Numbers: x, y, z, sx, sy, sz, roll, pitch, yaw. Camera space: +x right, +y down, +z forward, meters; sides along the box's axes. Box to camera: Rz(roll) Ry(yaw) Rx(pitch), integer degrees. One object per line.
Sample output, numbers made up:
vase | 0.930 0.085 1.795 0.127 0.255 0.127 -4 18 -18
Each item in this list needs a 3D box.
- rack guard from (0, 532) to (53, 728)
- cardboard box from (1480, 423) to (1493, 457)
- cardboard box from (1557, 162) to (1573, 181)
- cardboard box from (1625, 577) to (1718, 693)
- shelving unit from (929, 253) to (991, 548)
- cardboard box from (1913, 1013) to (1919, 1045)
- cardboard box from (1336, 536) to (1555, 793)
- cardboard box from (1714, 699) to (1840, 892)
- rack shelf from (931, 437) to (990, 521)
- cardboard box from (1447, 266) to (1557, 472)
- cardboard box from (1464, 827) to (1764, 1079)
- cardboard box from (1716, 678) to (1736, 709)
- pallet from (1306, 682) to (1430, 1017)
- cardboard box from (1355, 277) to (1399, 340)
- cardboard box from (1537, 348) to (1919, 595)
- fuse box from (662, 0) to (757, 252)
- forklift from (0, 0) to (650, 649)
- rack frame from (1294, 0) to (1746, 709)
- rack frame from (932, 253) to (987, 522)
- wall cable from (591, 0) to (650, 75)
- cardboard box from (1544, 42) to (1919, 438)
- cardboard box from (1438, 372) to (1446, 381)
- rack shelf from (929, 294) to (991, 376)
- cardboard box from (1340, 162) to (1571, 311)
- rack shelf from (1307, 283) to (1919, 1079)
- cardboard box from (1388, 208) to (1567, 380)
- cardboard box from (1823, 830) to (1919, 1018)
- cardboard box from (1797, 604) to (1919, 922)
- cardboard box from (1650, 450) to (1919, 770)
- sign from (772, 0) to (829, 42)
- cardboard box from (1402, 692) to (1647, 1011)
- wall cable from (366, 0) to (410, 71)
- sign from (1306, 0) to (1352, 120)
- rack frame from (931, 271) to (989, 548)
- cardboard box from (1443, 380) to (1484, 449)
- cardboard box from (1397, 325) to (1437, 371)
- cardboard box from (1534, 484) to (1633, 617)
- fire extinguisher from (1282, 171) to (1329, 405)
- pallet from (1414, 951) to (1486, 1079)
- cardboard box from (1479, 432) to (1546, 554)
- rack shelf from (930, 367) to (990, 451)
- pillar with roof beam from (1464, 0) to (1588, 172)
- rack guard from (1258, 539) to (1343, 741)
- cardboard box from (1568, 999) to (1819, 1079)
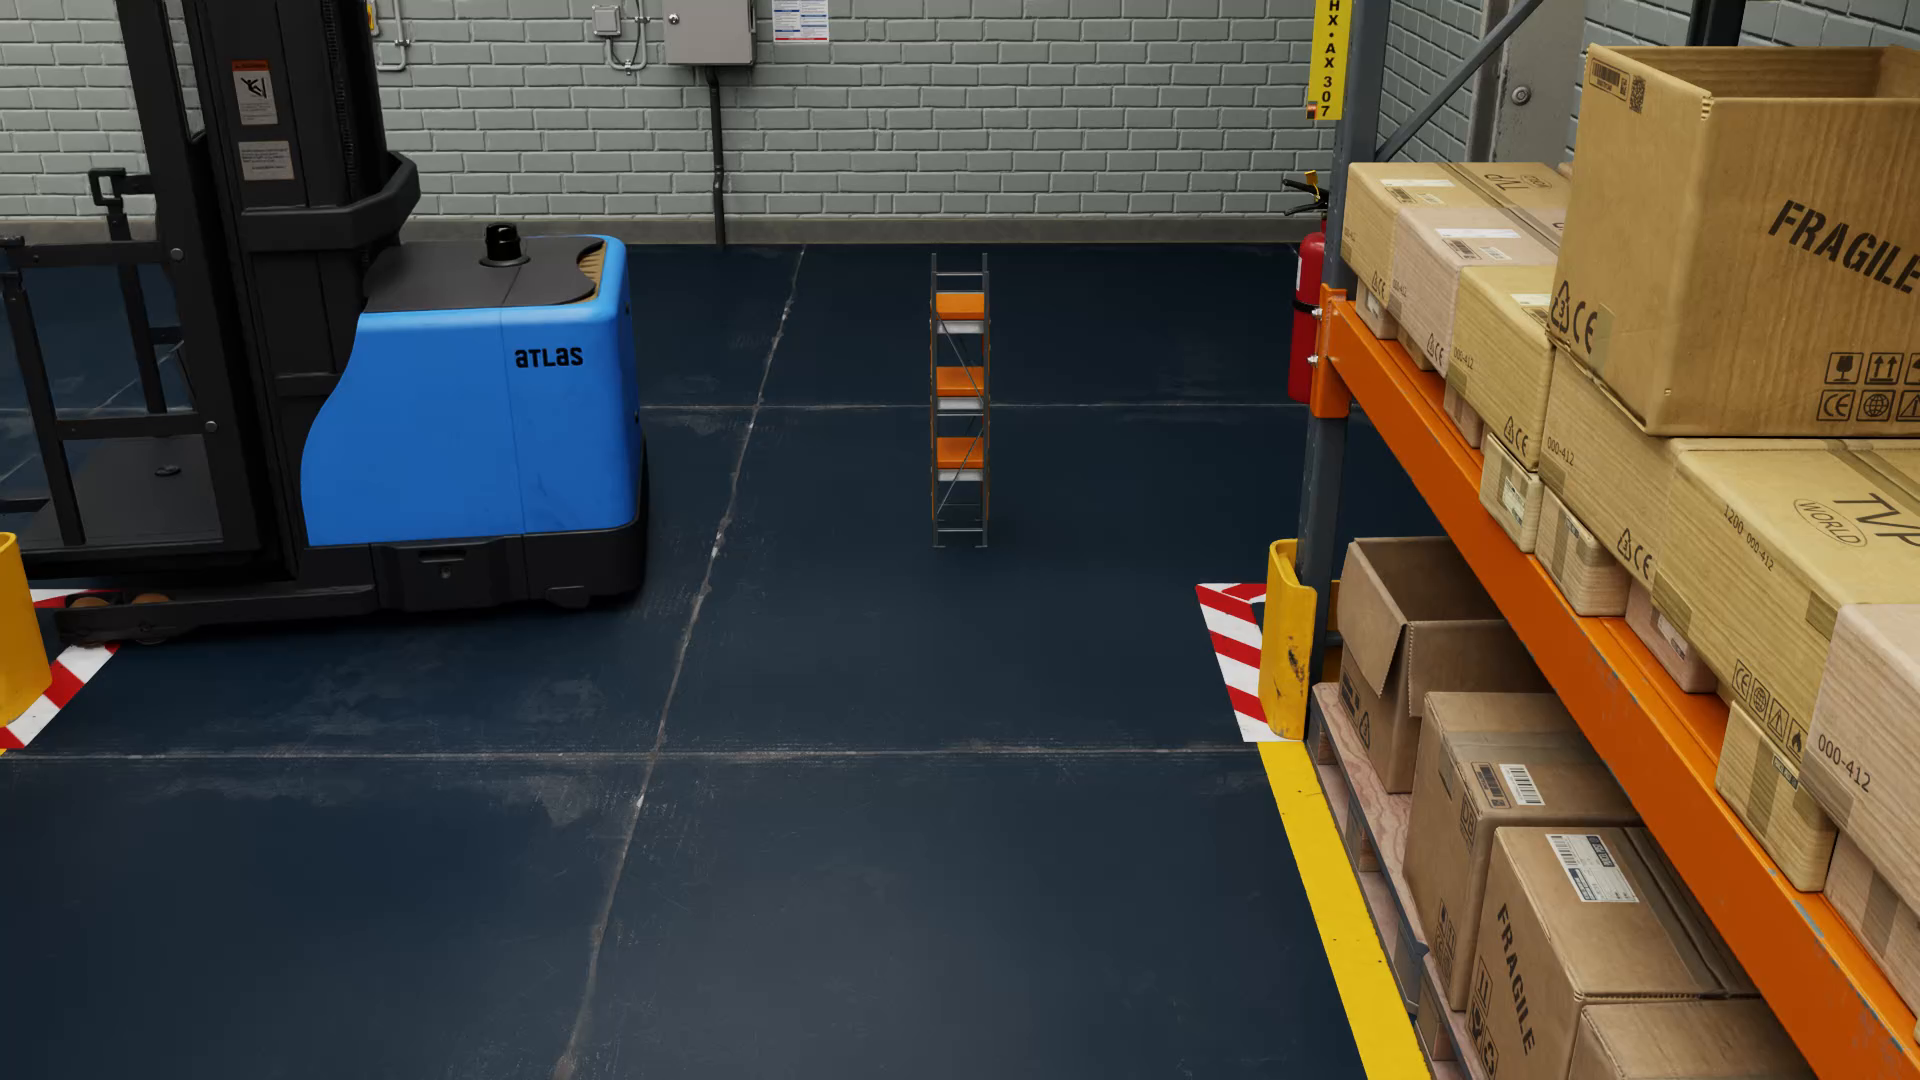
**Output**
rack guard | -3.448 0.276 5.033 1.175 0.500 0.348 0 24 -1
cardboard box | 1.281 -0.199 3.355 0.380 0.149 0.250 0 24 0
cardboard box | 1.786 -0.756 4.102 0.500 0.250 0.500 0 24 1
cardboard box | 1.304 0.120 2.650 0.380 0.149 0.250 0 24 -1
shelving unit | -0.001 -0.500 6.082 0.215 1.050 0.252 0 24 -1
cardboard box | 1.251 0.541 1.718 0.380 0.149 0.250 0 24 1
cardboard box | 1.427 0.322 4.418 0.797 0.503 0.637 -1 24 -3
cardboard box | 1.245 0.328 2.189 0.380 0.149 0.250 -1 24 -1
rack shelf | -0.001 -0.238 6.201 0.215 0.259 0.240 0 24 -1
cardboard box | 1.265 -0.339 3.181 0.500 0.250 0.500 -1 24 -2
cardboard box | 1.303 0.894 3.157 0.500 0.500 0.500 0 24 0
cardboard box | 1.354 0.221 2.426 0.380 0.149 0.250 0 24 0
pallet | 1.526 0.754 4.328 1.003 0.211 1.213 0 24 -1
cardboard box | 1.244 -0.626 4.298 0.380 0.149 0.250 0 24 -1
cardboard box | 1.292 -0.129 2.715 0.500 0.250 0.500 -1 24 -2
fuse box | -1.431 -2.539 9.787 0.539 1.711 0.414 0 24 -1
forklift | -2.655 -1.212 5.373 3.031 2.935 1.130 -4 25 -8
rack frame | 1.515 -0.877 4.549 1.000 3.000 0.127 0 24 -1
rack frame | -0.002 -0.551 6.194 0.200 1.050 0.008 0 24 -1
wall cable | -2.115 -3.650 9.448 0.588 1.984 0.122 0 24 -1
cardboard box | 1.267 -0.479 2.581 0.500 0.500 0.500 0 24 1
cardboard box | 1.331 -0.413 3.828 0.380 0.149 0.250 -1 24 -1
rack shelf | -0.001 -0.749 5.970 0.215 0.259 0.240 0 24 -1
cardboard box | 1.251 -0.756 4.102 0.500 0.250 0.500 0 24 0
rack shelf | 1.537 0.275 2.875 1.077 0.370 4.000 0 24 -1
cardboard box | 1.256 -0.548 3.643 0.500 0.250 0.500 0 24 0
cardboard box | 1.276 0.433 1.957 0.380 0.149 0.250 0 24 1
cardboard box | 1.289 0.289 1.792 0.500 0.250 0.500 0 24 0
cardboard box | 1.297 0.084 2.246 0.500 0.250 0.500 0 24 -1
sign | -0.939 -3.170 9.734 0.329 0.494 0.001 0 24 -1
cardboard box | 1.398 0.676 3.640 0.700 0.500 0.500 1 24 2
wall cable | -3.533 -3.654 9.417 0.585 1.953 0.123 0 24 -1
sign | 0.973 -1.269 4.365 0.100 0.325 0.005 0 24 -1
rack frame | 0.001 -0.450 5.971 0.200 1.050 0.008 0 24 -1
cardboard box | 1.273 -0.309 3.597 0.380 0.149 0.250 0 24 1
cardboard box | 1.294 -0.521 4.067 0.380 0.149 0.250 0 24 1
cardboard box | 1.232 0.014 2.884 0.380 0.149 0.250 0 24 1
fire extinguisher | 1.051 -0.730 4.771 0.296 0.674 0.183 0 24 -1
pallet | 1.536 1.255 3.219 1.003 0.211 1.213 0 24 -1
cardboard box | 1.209 -0.095 3.124 0.380 0.149 0.250 -1 24 -2
rack shelf | -0.001 -0.491 6.087 0.215 0.259 0.240 0 24 -1
pillar with roof beam | -1.918 -4.706 5.735 9.100 9.000 0.400 0 24 -1
rack guard | 1.516 0.293 4.995 1.175 0.500 0.348 0 24 -1
cardboard box | 1.409 1.103 2.694 0.700 0.500 0.500 -1 24 -3
